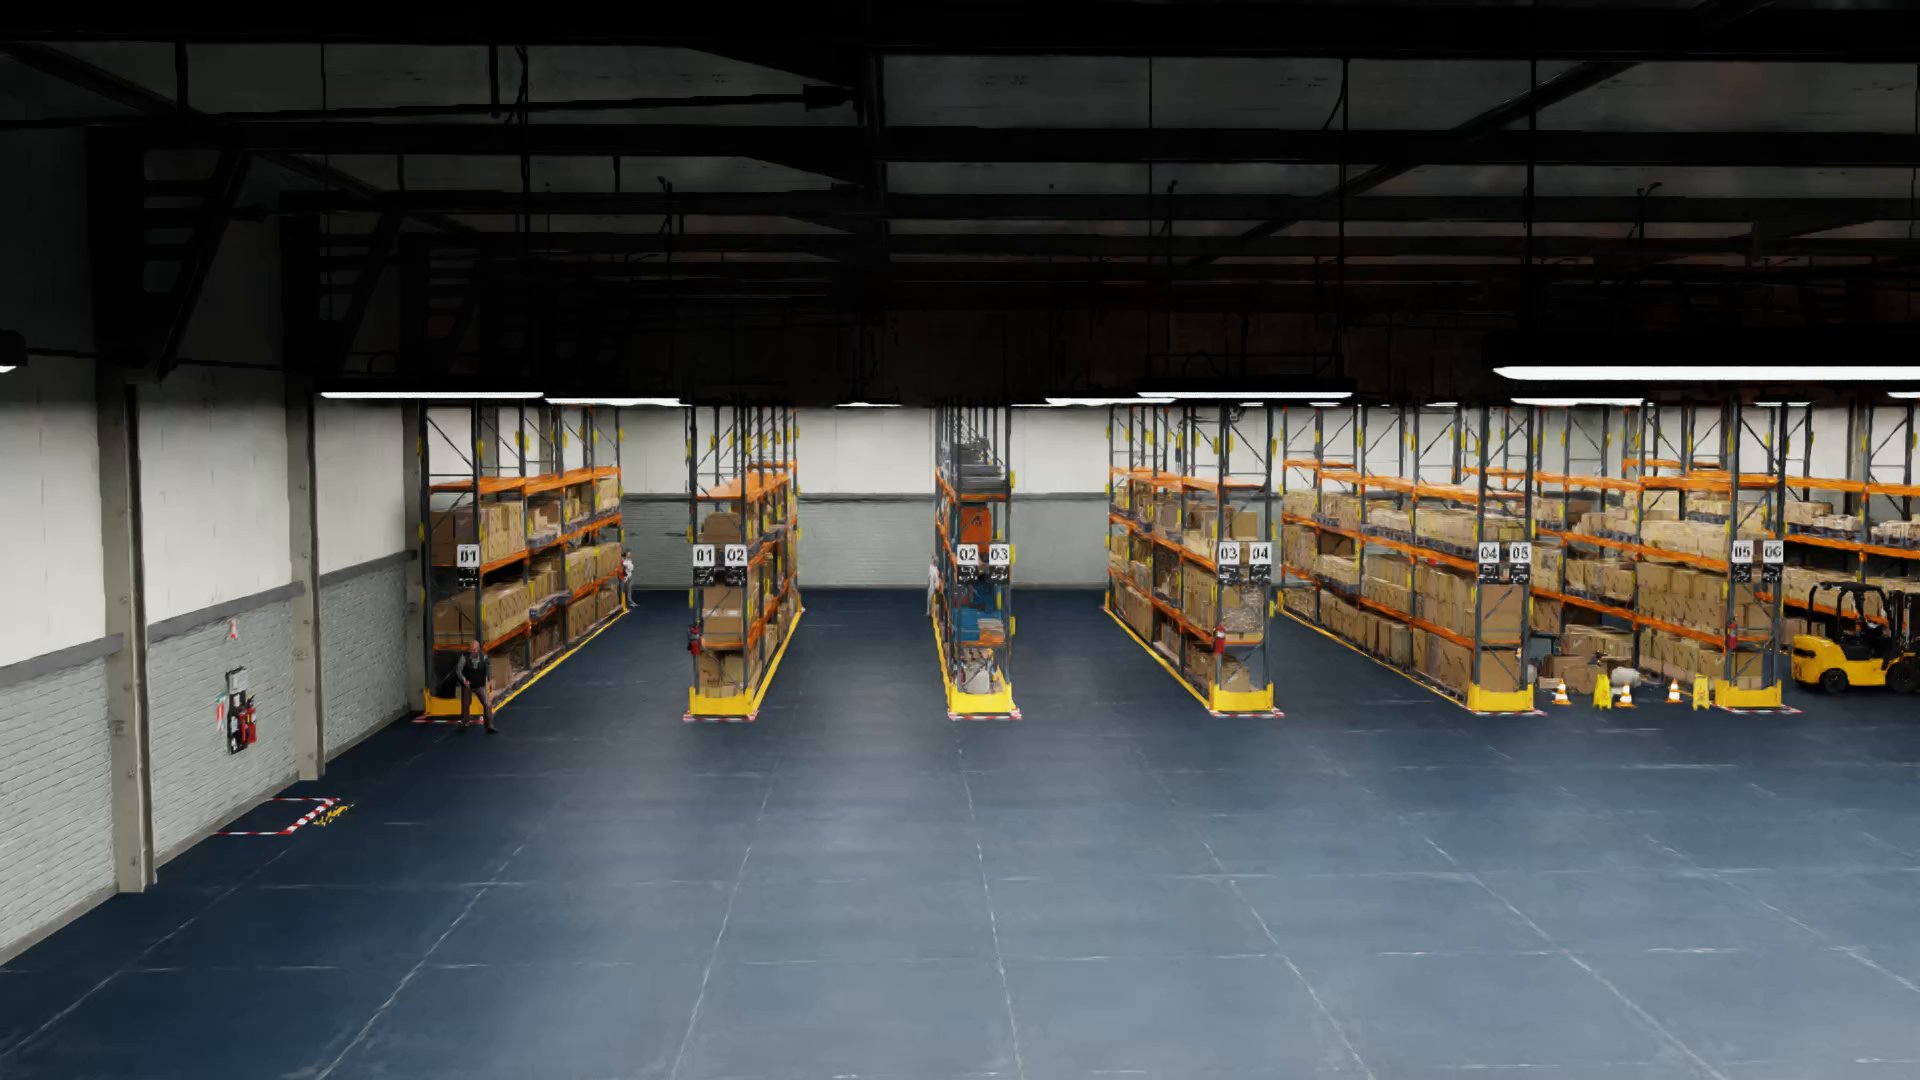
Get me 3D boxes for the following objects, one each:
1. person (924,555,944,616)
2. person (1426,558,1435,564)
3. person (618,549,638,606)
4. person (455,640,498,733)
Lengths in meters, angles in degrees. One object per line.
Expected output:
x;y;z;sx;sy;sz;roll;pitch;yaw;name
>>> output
-0.612;1.240;46.111;0.585;1.707;0.987;2;5;19;person
12.380;1.366;43.864;0.583;1.786;0.654;2;5;21;person
-9.676;1.095;48.211;0.476;1.676;0.571;2;5;24;person
-8.565;2.575;29.369;0.684;1.663;0.795;-2;5;-22;person
